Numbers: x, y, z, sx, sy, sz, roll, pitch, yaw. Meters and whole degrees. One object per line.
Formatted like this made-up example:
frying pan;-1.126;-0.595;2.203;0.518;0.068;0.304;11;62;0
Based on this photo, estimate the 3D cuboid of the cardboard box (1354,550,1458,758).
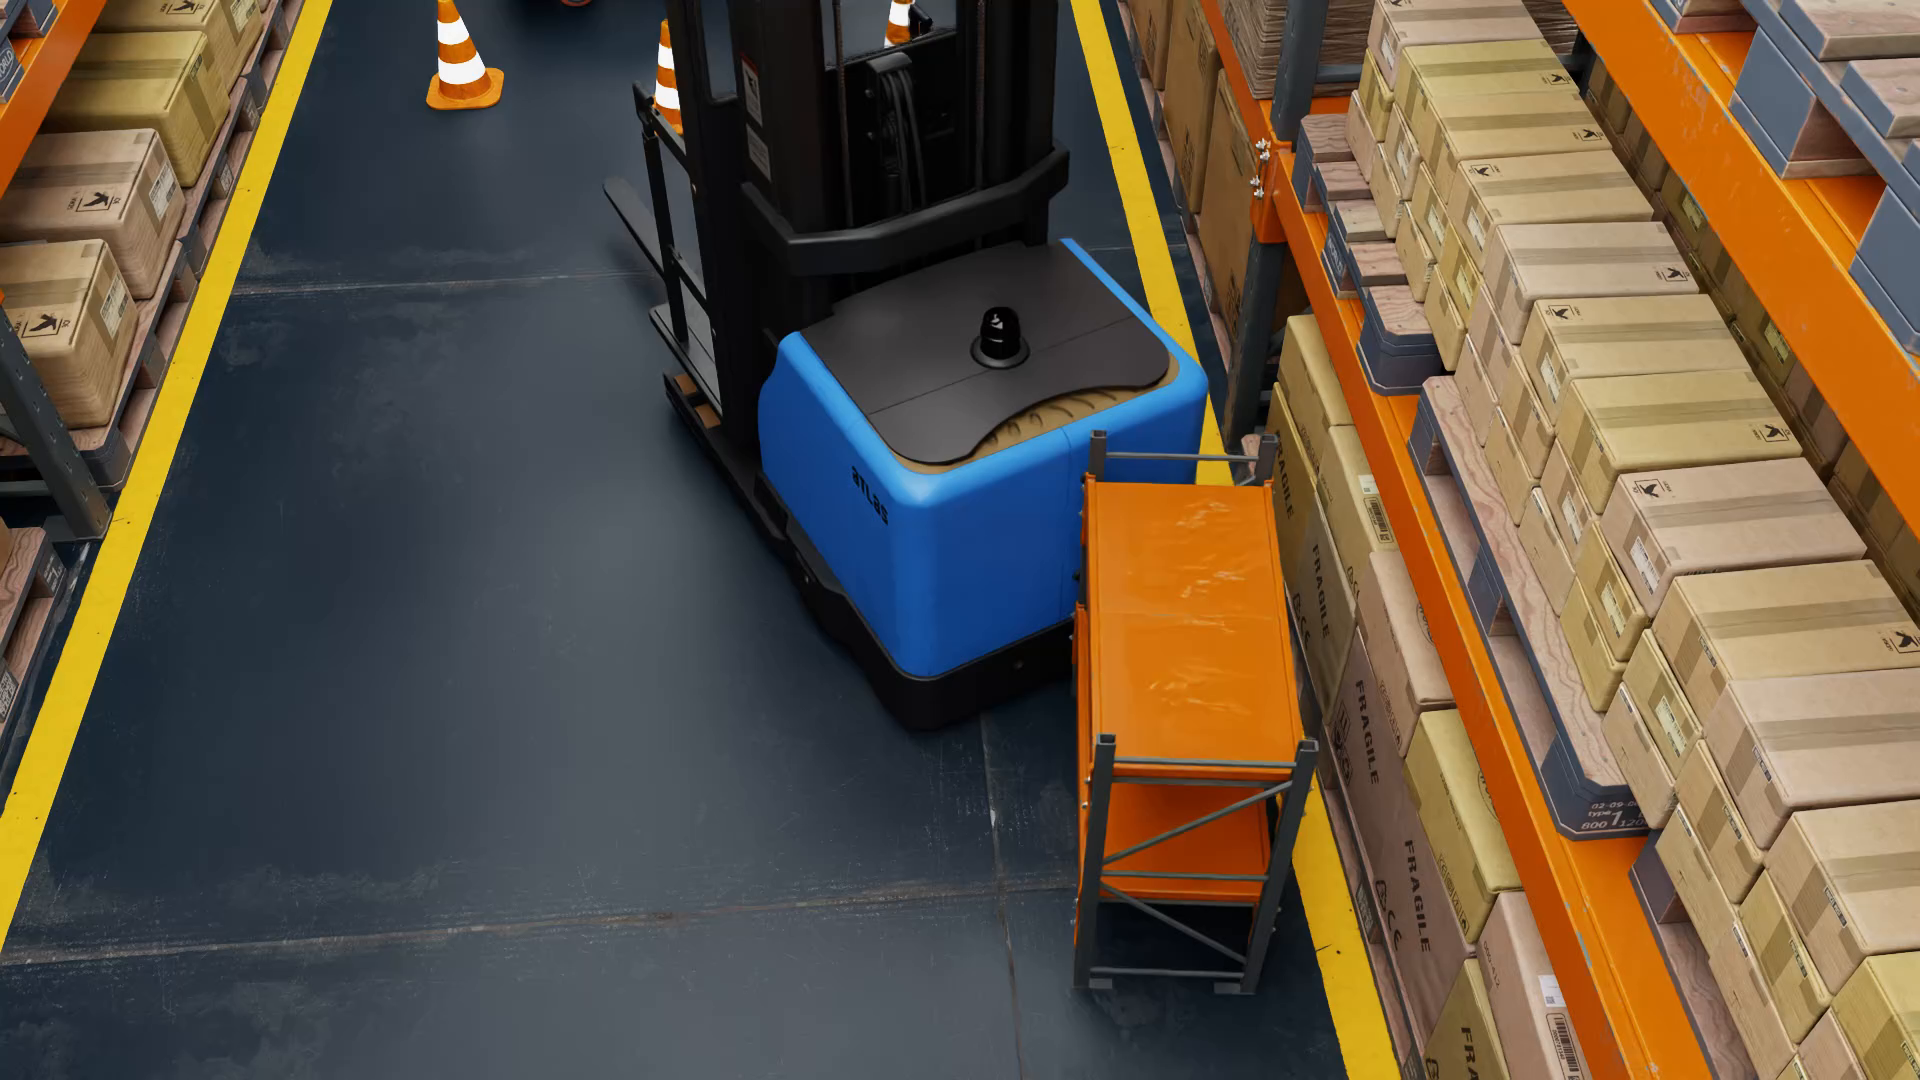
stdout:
cardboard box;1.351;0.280;4.334;0.500;0.250;0.500;-3;47;-3

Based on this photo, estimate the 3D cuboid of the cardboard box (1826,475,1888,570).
cardboard box;2.091;-0.020;3.587;0.380;0.149;0.250;-5;47;-5

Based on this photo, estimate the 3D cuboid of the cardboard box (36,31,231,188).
cardboard box;-3.626;-1.775;6.886;0.950;0.372;0.625;-2;47;-2

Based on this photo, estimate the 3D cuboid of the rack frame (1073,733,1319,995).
rack frame;0.561;0.845;4.175;0.500;1.125;0.032;2;47;2

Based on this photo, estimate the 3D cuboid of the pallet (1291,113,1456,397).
pallet;1.629;-0.841;4.613;1.213;0.211;1.003;-3;47;-3

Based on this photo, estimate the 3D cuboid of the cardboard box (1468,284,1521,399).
cardboard box;1.396;-0.463;3.801;0.380;0.149;0.250;-3;47;-3

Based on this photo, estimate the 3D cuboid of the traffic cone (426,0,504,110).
traffic cone;-2.296;-2.252;7.564;0.336;0.463;0.334;-3;47;-3

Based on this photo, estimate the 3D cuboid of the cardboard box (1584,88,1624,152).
cardboard box;1.963;-1.145;4.653;0.380;0.149;0.250;-3;47;-3

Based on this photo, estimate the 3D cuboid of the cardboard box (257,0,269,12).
cardboard box;-3.749;-2.798;7.854;0.950;0.372;0.625;-3;47;-3

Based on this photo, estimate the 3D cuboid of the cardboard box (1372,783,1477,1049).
cardboard box;1.404;0.930;4.236;0.500;0.500;0.500;-4;47;-4

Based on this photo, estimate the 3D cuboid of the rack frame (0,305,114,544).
rack frame;-3.461;-1.042;4.671;1.000;3.000;0.127;-3;47;-3

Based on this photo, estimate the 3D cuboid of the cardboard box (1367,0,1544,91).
cardboard box;1.310;-1.330;4.417;0.380;0.149;0.250;-3;47;-3

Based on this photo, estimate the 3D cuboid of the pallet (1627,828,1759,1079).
pallet;1.880;0.982;2.886;1.003;0.211;1.213;-3;47;-3

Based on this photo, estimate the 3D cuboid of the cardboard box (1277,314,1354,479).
cardboard box;1.280;-0.445;5.022;0.500;0.250;0.500;-5;47;-5

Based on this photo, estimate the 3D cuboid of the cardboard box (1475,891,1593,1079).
cardboard box;1.454;1.039;3.616;0.500;0.250;0.500;-1;47;-1

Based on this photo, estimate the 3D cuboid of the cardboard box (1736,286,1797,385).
cardboard box;2.046;-0.502;3.839;0.380;0.149;0.250;-4;47;-4

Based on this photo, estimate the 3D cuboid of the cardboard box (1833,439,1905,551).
cardboard box;2.091;-0.127;3.483;0.380;0.149;0.250;-4;47;-4

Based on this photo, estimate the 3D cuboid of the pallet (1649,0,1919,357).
pallet;1.763;-0.692;2.403;1.213;0.211;1.003;-3;47;-3

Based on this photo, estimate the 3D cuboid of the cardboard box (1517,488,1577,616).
cardboard box;1.433;0.009;3.559;0.380;0.149;0.250;-5;47;-5

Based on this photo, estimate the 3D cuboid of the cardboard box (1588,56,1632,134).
cardboard box;1.959;-1.247;4.544;0.380;0.149;0.250;-3;47;-2

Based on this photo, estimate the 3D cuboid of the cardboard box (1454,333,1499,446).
cardboard box;1.394;-0.361;3.910;0.380;0.149;0.250;-2;47;-2

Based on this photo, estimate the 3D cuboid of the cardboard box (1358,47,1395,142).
cardboard box;1.304;-1.215;4.513;0.380;0.149;0.250;-2;47;-2

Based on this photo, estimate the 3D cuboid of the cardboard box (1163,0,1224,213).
cardboard box;1.426;-1.865;6.711;1.050;0.750;0.750;-3;47;-3

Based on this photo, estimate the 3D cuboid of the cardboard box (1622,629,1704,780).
cardboard box;1.480;0.285;3.093;0.380;0.149;0.250;-6;47;-5

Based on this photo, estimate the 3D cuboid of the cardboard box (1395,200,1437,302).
cardboard box;1.345;-0.749;4.277;0.380;0.149;0.250;-1;47;-1

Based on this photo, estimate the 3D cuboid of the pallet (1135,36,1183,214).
pallet;1.374;-1.913;7.416;1.003;0.211;1.213;-3;47;-3

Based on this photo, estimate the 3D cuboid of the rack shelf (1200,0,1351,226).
rack shelf;1.296;-2.616;6.657;1.077;0.370;4.000;-3;47;-3

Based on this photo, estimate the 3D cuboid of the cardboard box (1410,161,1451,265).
cardboard box;1.354;-0.826;4.145;0.380;0.149;0.250;-5;47;-5

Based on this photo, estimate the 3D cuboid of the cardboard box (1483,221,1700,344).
cardboard box;1.397;-0.573;3.701;0.380;0.149;0.250;-2;47;-1

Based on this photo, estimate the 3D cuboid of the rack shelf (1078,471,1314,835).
rack shelf;0.581;0.275;4.312;0.538;0.278;1.000;2;47;2

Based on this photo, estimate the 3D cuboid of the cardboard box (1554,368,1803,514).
cardboard box;1.438;-0.201;3.349;0.380;0.149;0.250;-4;47;-4

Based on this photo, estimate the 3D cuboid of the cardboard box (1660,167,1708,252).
cardboard box;2.007;-0.864;4.181;0.380;0.149;0.250;-2;47;-2

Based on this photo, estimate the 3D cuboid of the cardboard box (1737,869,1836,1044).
cardboard box;1.527;0.671;2.727;0.380;0.149;0.250;-2;47;-2

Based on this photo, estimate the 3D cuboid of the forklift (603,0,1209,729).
forklift;-0.434;-1.494;5.146;1.130;2.935;3.031;-22;50;-20

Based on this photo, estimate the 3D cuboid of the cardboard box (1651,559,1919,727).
cardboard box;1.488;0.187;2.981;0.380;0.149;0.250;-5;47;-5

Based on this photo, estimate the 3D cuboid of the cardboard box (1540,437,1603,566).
cardboard box;1.440;-0.088;3.446;0.380;0.149;0.250;-2;47;-2

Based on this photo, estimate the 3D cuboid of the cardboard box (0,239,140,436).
cardboard box;-3.498;-0.693;5.861;0.950;0.372;0.625;-6;47;-6

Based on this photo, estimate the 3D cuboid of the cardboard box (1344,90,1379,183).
cardboard box;1.300;-1.138;4.646;0.380;0.149;0.250;-4;47;-4

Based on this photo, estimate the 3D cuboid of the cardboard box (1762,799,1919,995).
cardboard box;1.527;0.555;2.632;0.380;0.149;0.250;-5;47;-5

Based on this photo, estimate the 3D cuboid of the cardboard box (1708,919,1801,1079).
cardboard box;1.527;0.776;2.833;0.380;0.149;0.250;-4;47;-3

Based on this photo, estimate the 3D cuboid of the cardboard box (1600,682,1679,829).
cardboard box;1.477;0.394;3.195;0.380;0.149;0.250;-5;47;-5

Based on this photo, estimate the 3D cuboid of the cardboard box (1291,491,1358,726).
cardboard box;1.314;0.190;4.937;0.500;0.500;0.500;-3;47;-3

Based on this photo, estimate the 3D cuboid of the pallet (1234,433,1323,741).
pallet;1.528;0.108;5.502;1.003;0.211;1.213;-3;47;-3

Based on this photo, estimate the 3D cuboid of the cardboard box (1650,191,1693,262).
cardboard box;2.004;-0.779;4.306;0.380;0.149;0.250;-3;47;-3

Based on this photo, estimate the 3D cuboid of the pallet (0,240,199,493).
pallet;-3.524;-0.649;6.219;1.003;0.211;1.213;-3;47;-3

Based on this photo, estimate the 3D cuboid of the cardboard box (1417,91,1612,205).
cardboard box;1.351;-0.961;4.068;0.380;0.149;0.250;-4;47;-4

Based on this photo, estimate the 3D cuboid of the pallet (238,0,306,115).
pallet;-3.729;-2.414;7.891;1.003;0.211;1.213;-3;47;-3

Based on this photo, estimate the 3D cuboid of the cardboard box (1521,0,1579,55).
cardboard box;1.695;-1.792;5.312;0.500;0.500;0.500;-3;47;-3

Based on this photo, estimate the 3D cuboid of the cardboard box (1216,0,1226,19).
cardboard box;1.118;-2.121;5.624;0.500;0.500;0.500;-3;47;-3

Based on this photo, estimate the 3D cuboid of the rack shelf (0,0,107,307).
rack shelf;-3.628;-2.242;6.303;1.077;0.370;4.000;-3;47;-3

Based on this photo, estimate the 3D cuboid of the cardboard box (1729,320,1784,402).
cardboard box;2.045;-0.404;3.951;0.380;0.149;0.250;-5;47;-5

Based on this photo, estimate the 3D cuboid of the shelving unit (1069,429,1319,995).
shelving unit;0.581;0.476;4.524;0.538;1.125;1.048;2;47;2
